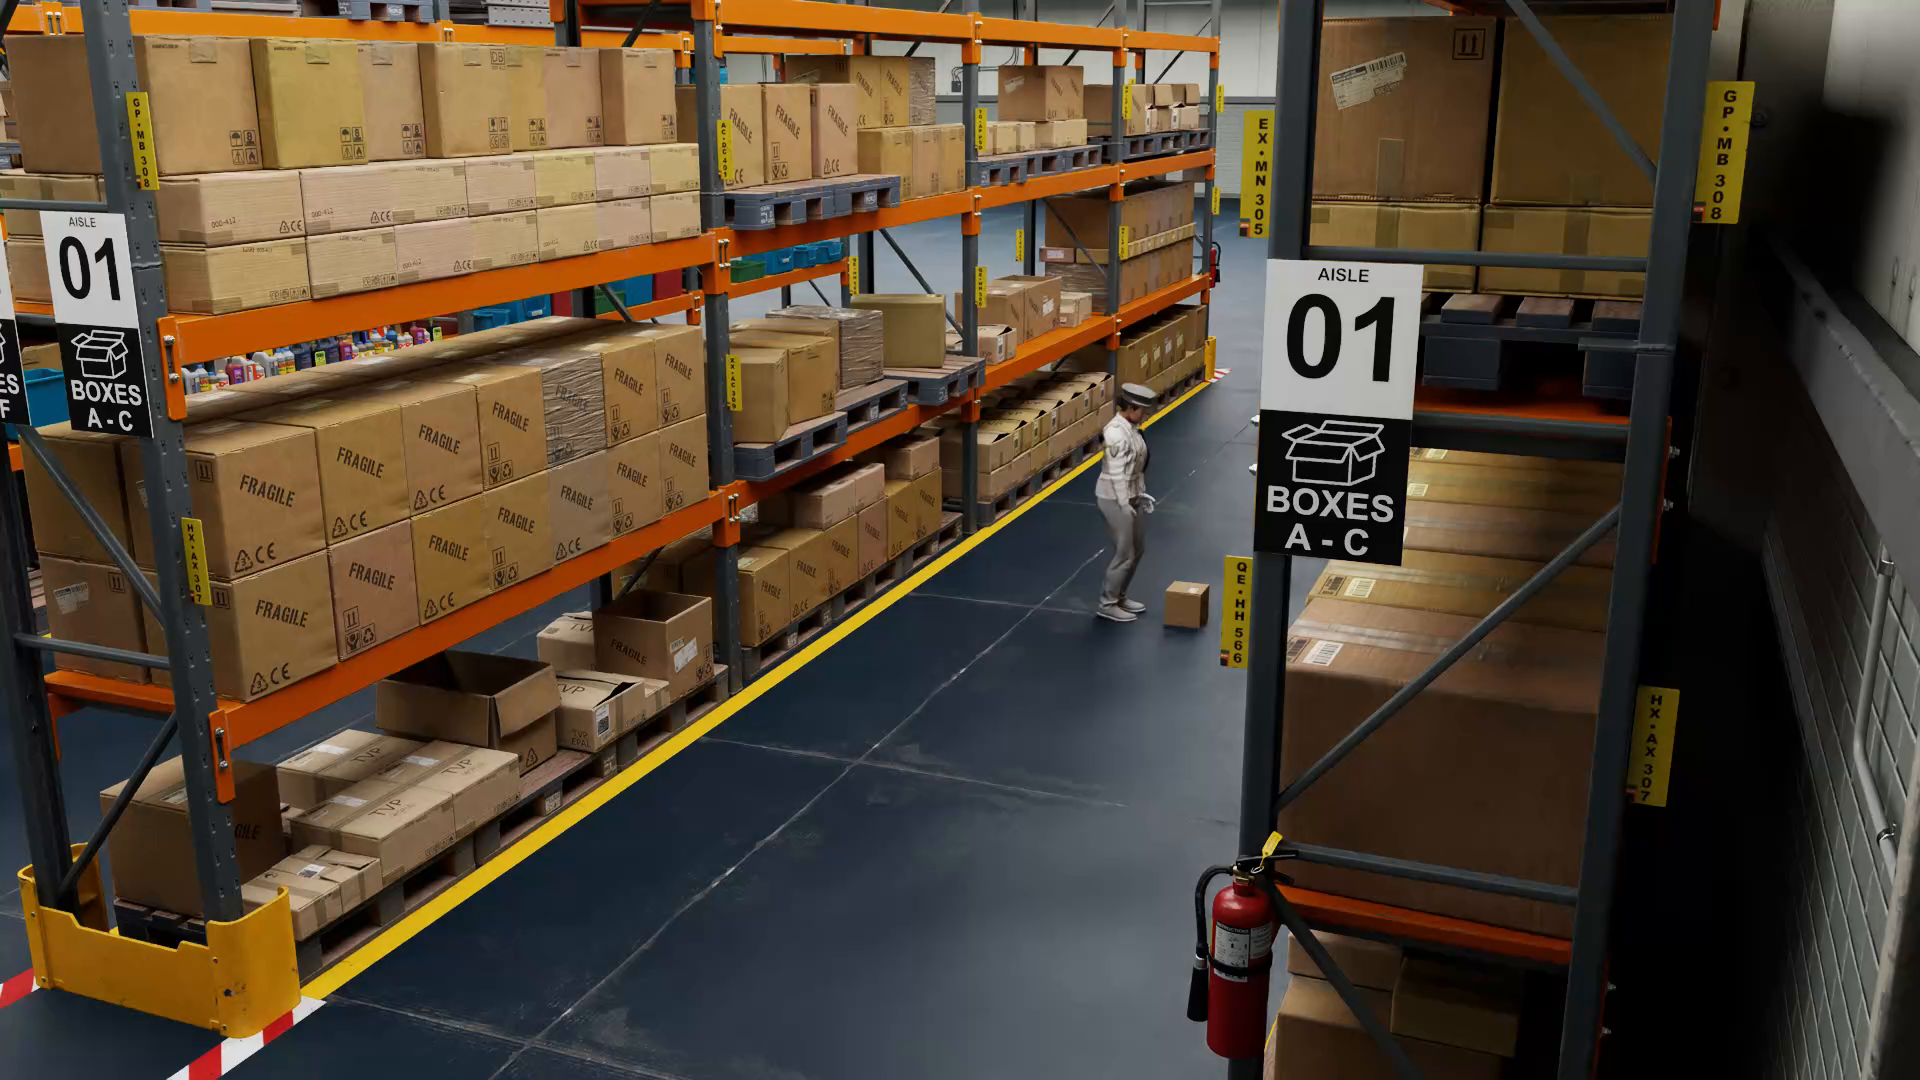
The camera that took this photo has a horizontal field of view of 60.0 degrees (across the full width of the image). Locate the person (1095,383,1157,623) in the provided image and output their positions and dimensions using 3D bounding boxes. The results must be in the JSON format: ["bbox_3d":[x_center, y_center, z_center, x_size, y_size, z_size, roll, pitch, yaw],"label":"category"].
[{"bbox_3d":[1.150,-0.270,11.549,0.396,1.648,0.488,6,17,22],"label":"person"}]
